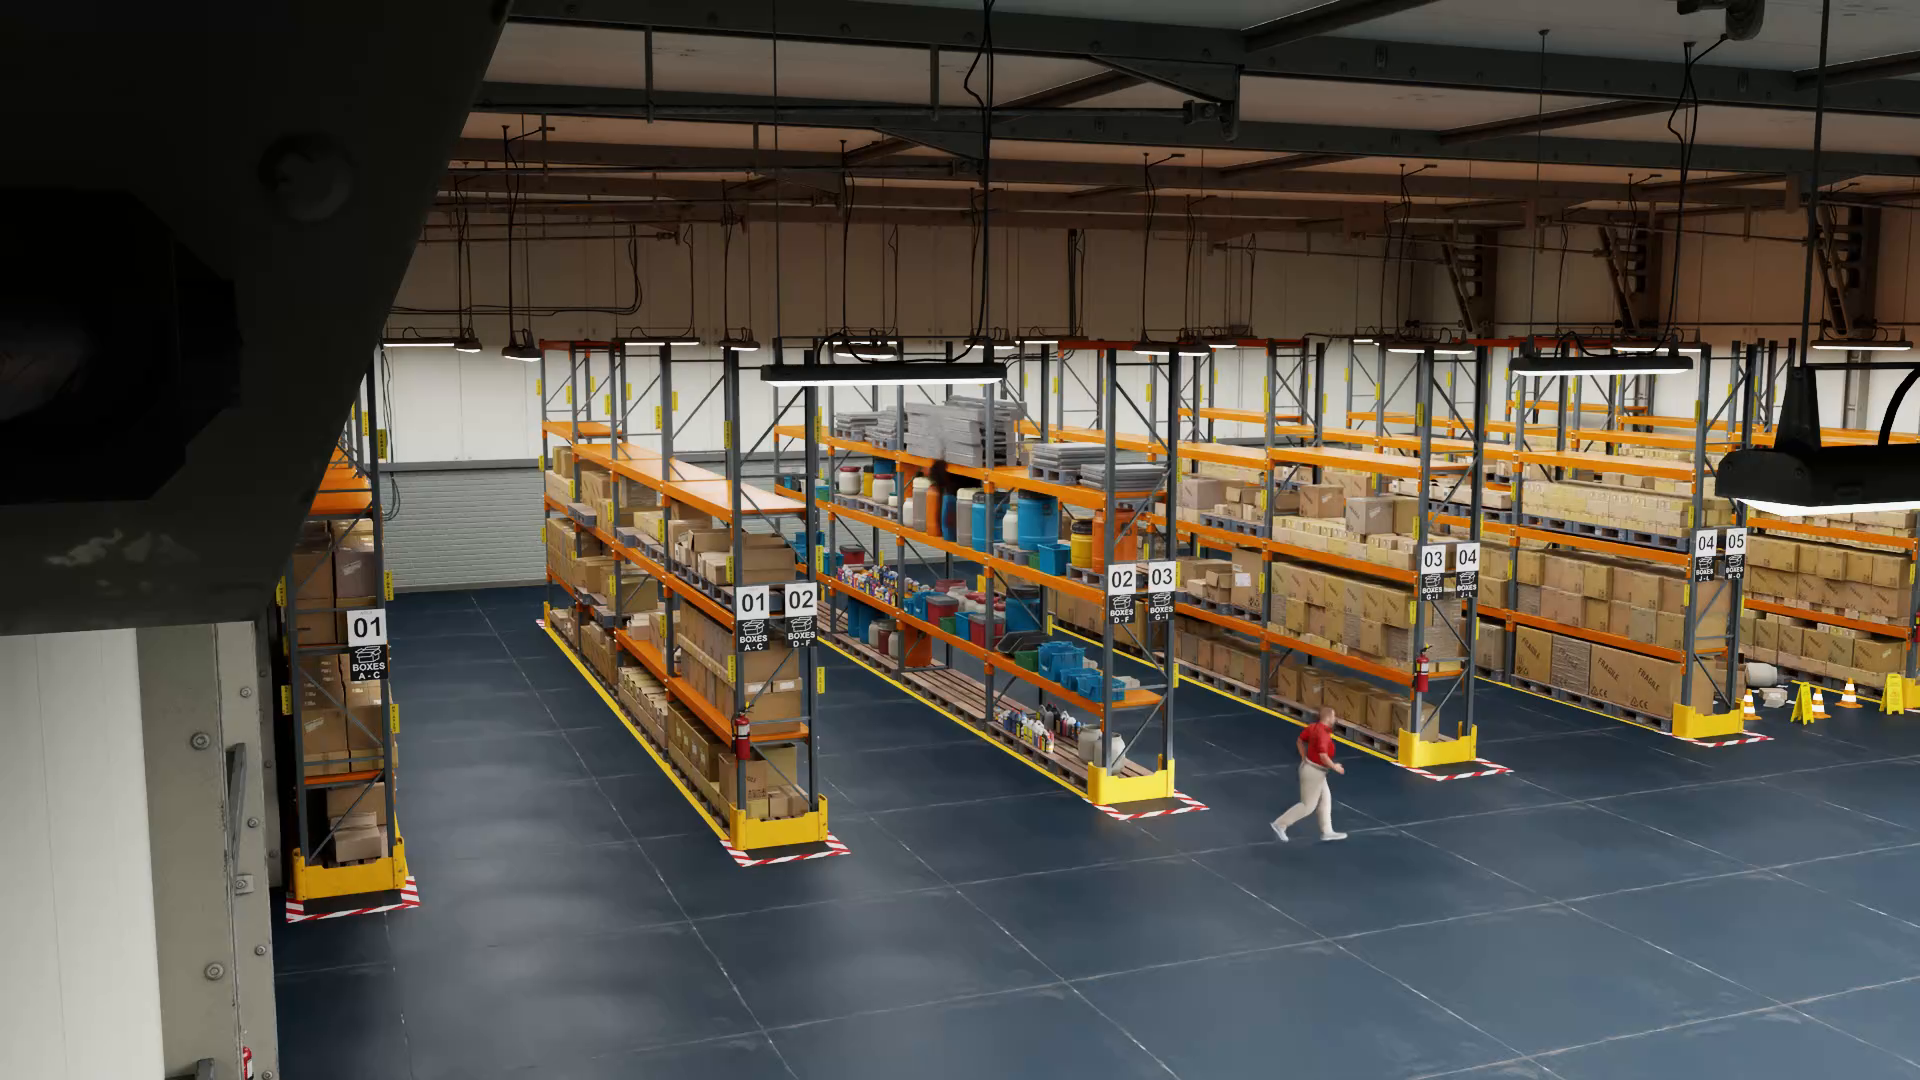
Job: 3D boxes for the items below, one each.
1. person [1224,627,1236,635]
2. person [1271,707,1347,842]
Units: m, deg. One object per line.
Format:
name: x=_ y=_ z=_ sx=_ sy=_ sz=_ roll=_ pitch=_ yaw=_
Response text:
person: x=5.500 y=1.338 z=32.958 sx=0.605 sy=1.429 sz=0.943 roll=-1 pitch=7 yaw=-8
person: x=4.266 y=2.859 z=20.237 sx=0.964 sy=1.688 sz=0.617 roll=0 pitch=7 yaw=1
